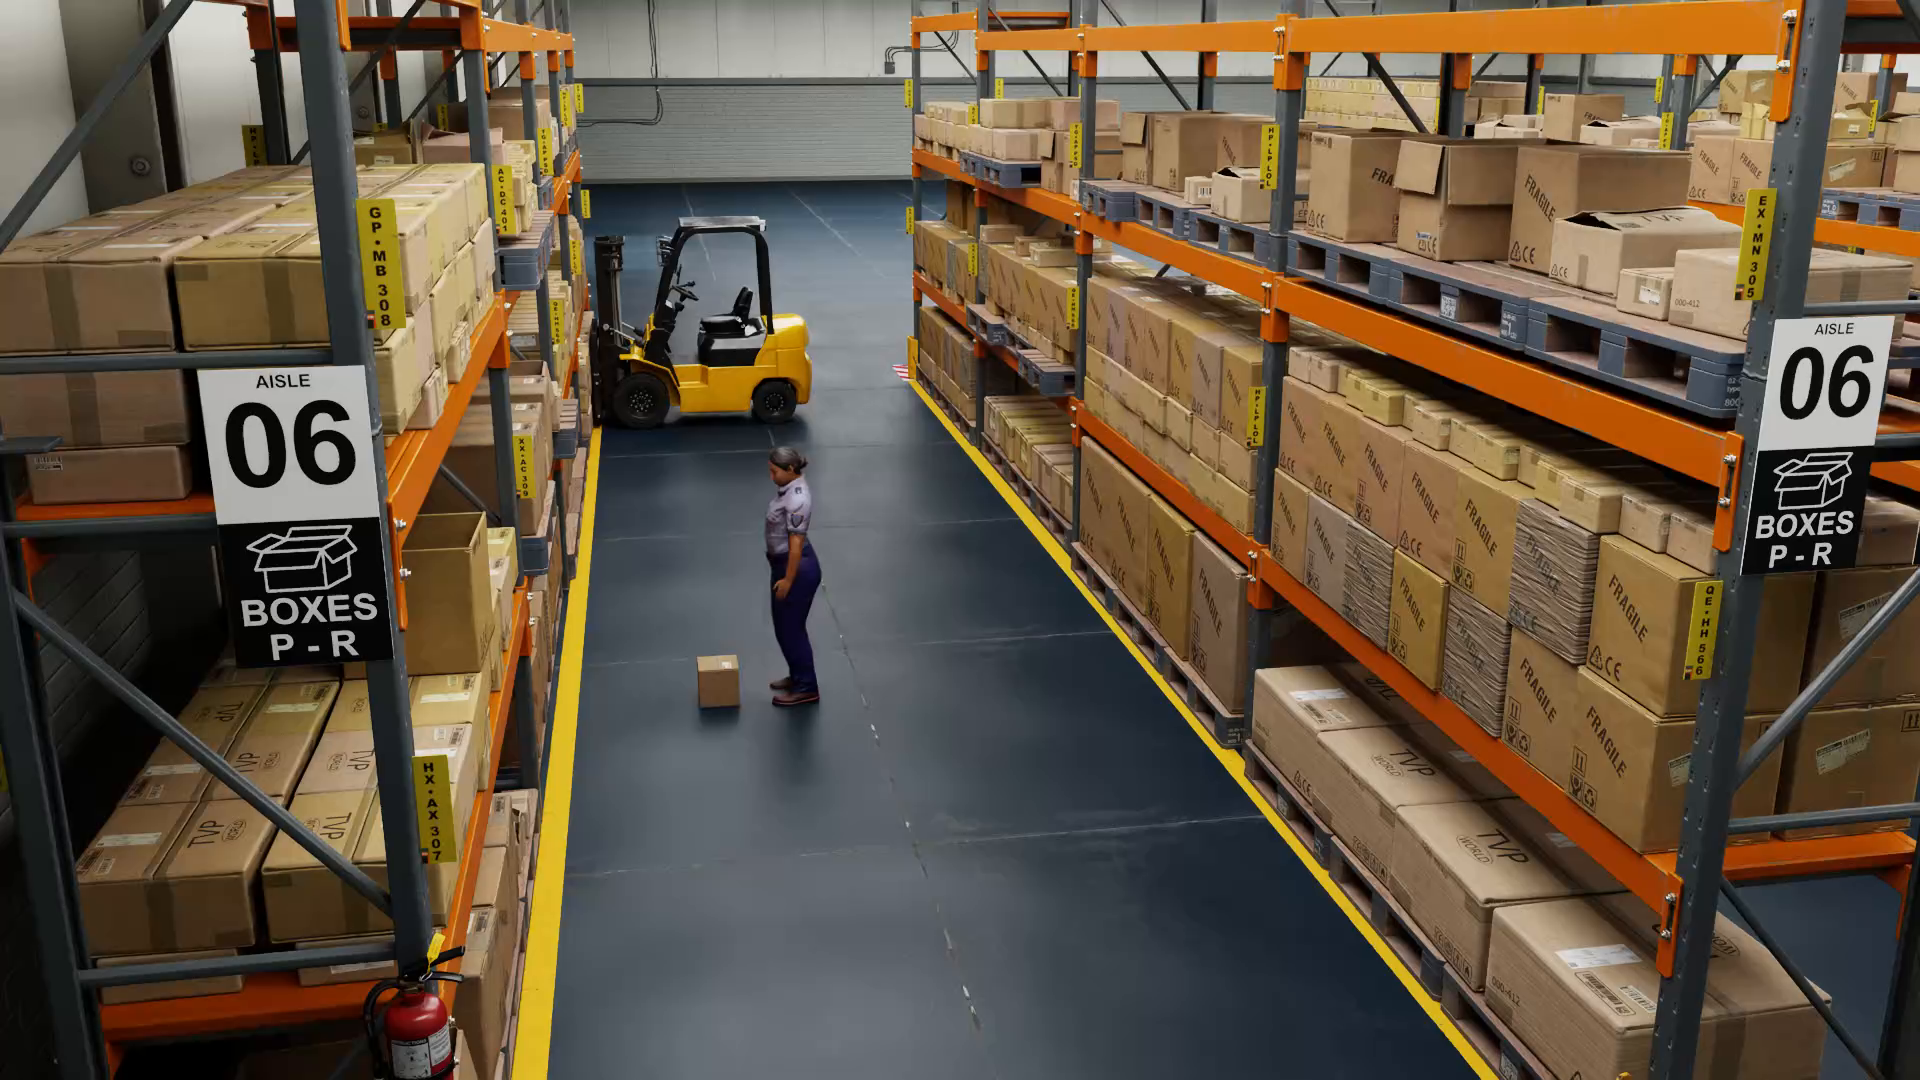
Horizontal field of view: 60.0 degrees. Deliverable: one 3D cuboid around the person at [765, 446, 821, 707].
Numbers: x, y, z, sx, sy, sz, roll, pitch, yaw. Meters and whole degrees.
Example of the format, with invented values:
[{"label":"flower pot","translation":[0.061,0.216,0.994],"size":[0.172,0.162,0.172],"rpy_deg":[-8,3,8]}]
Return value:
[{"label":"person","translation":[-1.038,0.216,10.375],"size":[0.338,1.644,0.476],"rpy_deg":[-3,17,-9]}]
